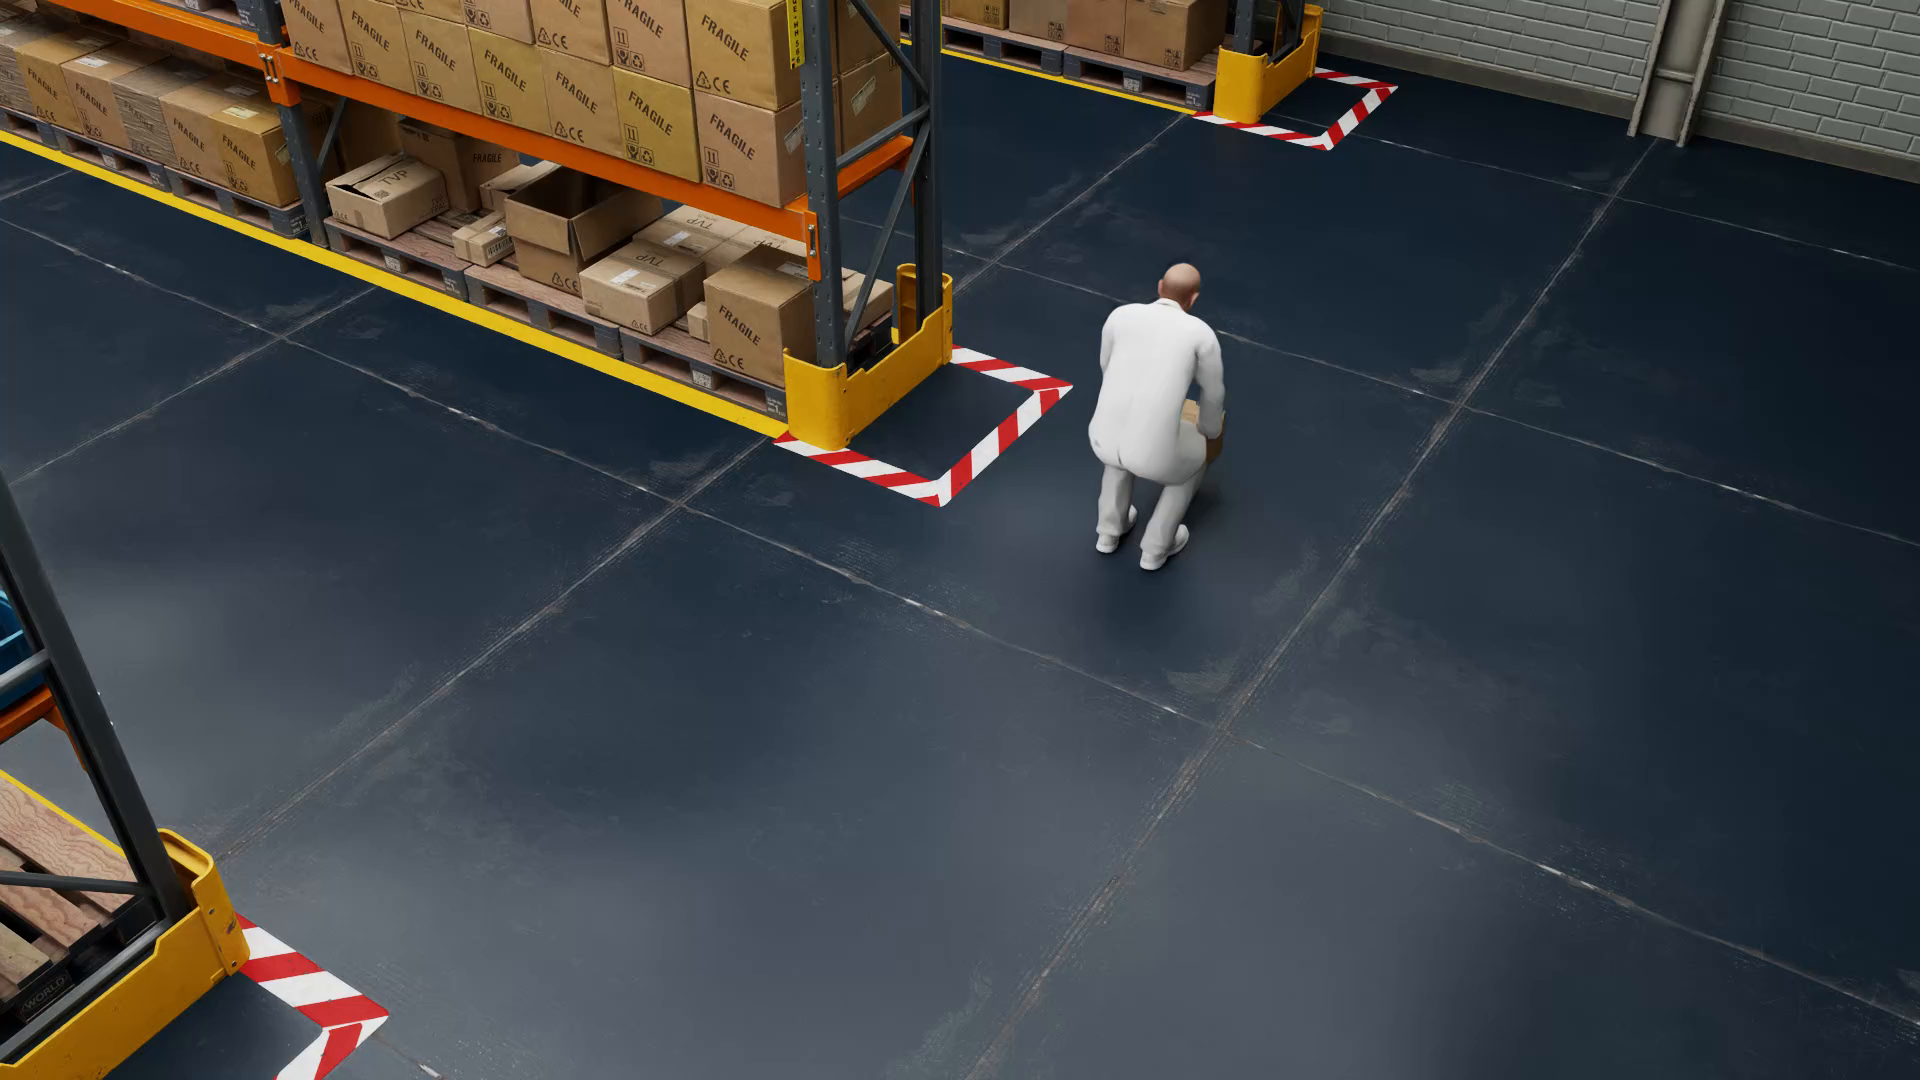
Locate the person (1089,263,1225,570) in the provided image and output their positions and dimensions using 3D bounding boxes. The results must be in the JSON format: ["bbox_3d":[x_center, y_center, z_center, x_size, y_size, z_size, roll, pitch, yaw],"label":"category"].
[{"bbox_3d":[0.875,-0.560,7.751,0.633,1.365,0.749,21,43,25],"label":"person"}]
